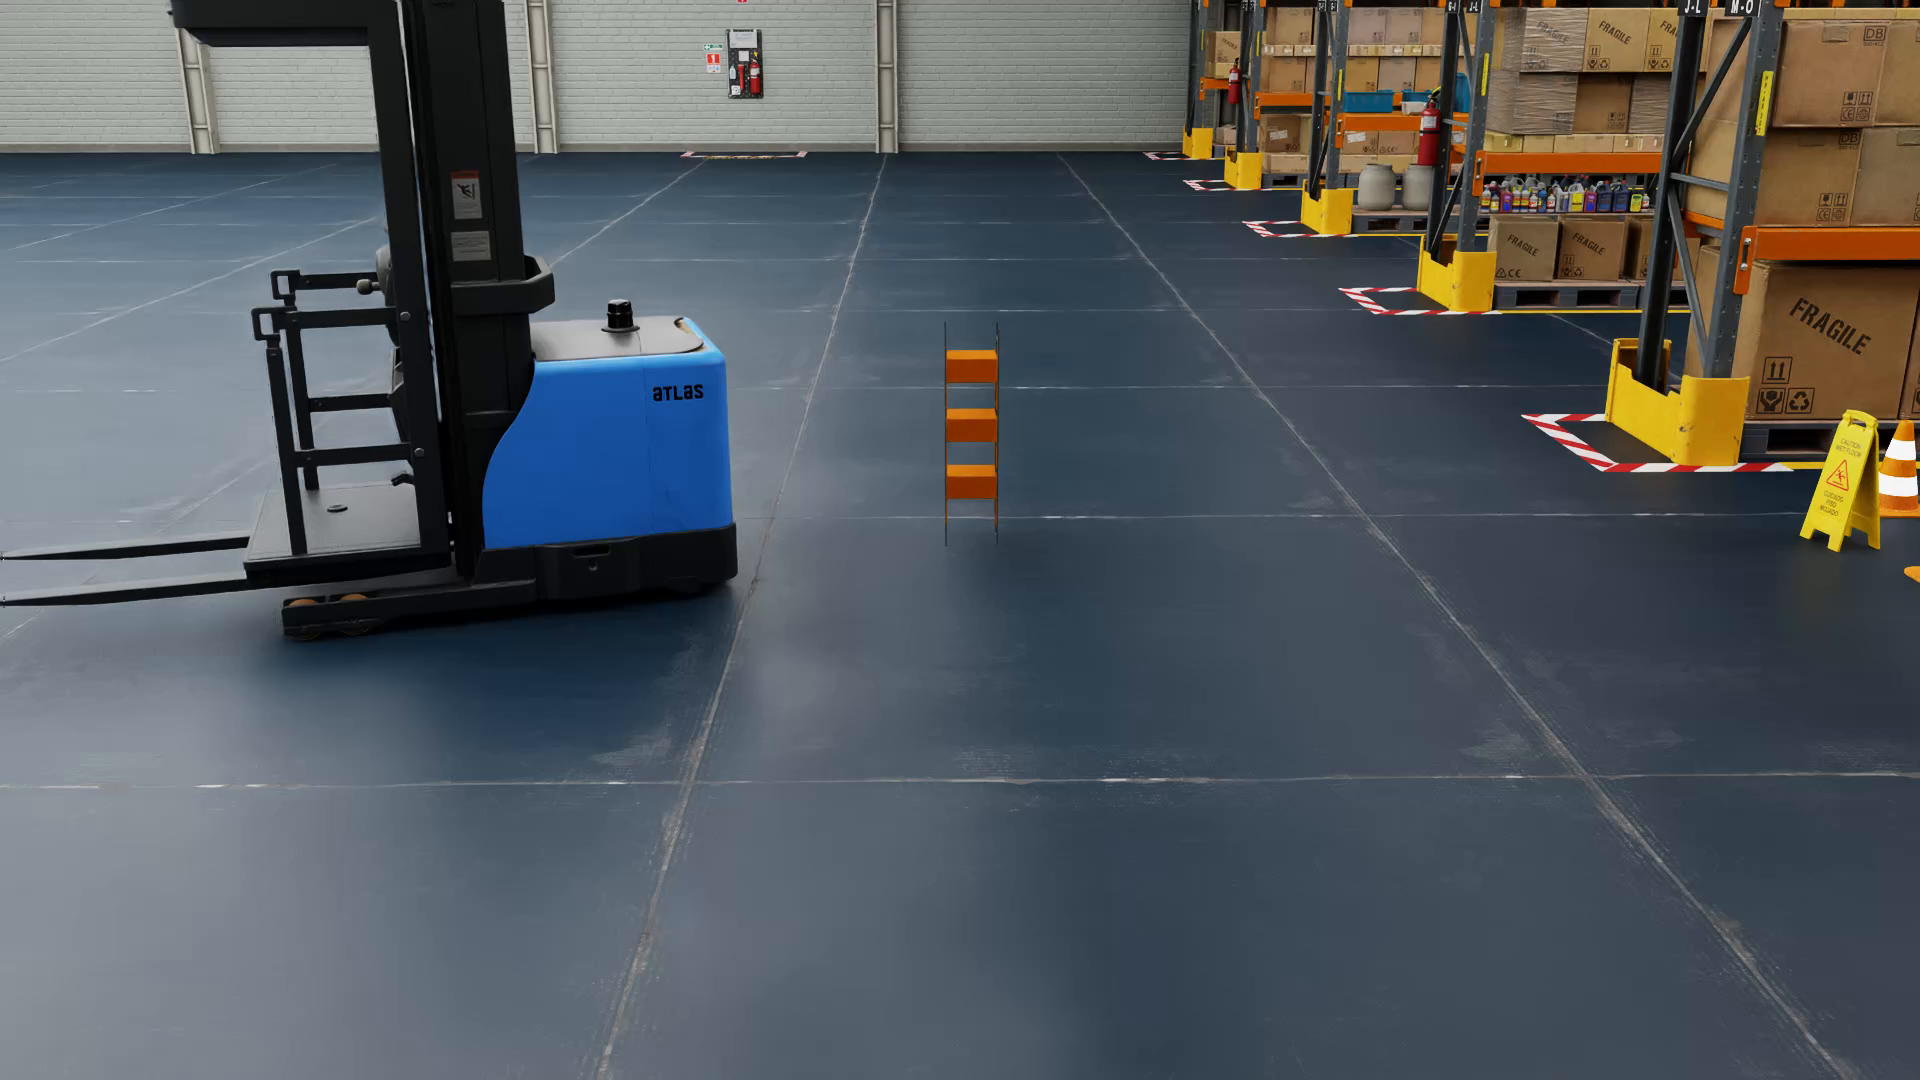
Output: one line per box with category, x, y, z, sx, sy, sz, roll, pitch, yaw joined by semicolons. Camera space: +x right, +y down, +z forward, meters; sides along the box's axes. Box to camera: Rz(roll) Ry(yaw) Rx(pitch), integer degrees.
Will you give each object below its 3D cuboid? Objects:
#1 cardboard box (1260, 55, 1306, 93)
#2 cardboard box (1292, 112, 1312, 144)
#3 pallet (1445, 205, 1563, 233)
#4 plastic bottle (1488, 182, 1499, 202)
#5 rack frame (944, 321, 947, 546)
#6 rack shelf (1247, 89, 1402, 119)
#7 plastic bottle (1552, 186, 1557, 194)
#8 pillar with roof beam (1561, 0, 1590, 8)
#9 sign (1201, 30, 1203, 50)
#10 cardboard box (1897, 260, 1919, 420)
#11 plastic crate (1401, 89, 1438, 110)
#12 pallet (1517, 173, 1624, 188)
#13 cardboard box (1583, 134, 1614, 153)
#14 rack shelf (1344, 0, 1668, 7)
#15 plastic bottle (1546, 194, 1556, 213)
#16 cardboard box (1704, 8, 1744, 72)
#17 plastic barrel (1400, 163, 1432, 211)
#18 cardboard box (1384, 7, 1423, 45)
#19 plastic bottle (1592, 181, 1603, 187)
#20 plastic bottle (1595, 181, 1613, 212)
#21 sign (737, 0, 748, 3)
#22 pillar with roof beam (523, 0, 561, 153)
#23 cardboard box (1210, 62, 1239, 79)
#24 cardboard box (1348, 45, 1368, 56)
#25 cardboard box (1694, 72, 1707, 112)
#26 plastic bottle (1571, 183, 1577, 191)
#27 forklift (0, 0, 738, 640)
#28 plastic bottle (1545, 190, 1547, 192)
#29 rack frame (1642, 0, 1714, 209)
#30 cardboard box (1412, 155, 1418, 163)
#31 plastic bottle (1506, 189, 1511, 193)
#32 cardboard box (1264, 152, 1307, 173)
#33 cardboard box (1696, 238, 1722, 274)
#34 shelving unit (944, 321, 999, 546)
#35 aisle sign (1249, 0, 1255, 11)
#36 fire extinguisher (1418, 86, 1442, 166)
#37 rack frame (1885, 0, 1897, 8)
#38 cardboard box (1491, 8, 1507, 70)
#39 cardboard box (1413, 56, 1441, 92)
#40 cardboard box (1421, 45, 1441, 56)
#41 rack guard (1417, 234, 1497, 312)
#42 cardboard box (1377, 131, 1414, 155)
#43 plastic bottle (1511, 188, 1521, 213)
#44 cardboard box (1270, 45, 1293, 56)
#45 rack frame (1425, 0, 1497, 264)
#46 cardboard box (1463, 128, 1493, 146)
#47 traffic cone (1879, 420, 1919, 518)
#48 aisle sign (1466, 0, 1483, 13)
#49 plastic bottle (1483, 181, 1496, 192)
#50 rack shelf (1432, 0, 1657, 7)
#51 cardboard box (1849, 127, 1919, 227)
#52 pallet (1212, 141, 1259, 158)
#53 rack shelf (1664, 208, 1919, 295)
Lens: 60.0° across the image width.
cardboard box;4.571;-6.608;23.572;0.500;0.500;0.700;0;18;-1
cardboard box;6.019;-7.061;28.520;0.500;0.500;0.700;-1;18;-4
pallet;6.283;-3.743;19.370;1.213;0.211;1.003;0;18;-1
plastic bottle;6.262;-4.068;19.545;0.133;0.283;0.061;0;18;-1
rack frame;-0.068;-0.500;7.886;0.008;1.050;0.200;0;18;-1
rack shelf;6.104;-6.229;23.732;4.000;0.370;1.077;0;18;-1
plastic bottle;6.859;-3.924;19.095;0.133;0.283;0.061;0;18;-1
pillar with roof beam;10.775;-9.913;24.217;0.400;9.000;9.100;0;18;-1
sign;4.031;-8.321;27.659;0.005;0.325;0.100;0;18;-1
cardboard box;5.790;-1.237;9.785;0.875;0.875;0.875;-1;18;-2
plastic crate;5.323;-5.073;19.195;0.408;0.251;0.499;0;18;-1
pallet;8.839;-5.269;24.126;1.213;0.211;1.003;0;18;-1
cardboard box;5.295;-3.345;13.974;0.250;0.149;0.380;0;18;-1
rack shelf;6.178;-6.144;18.558;4.000;0.370;1.077;0;18;-1
plastic bottle;6.743;-3.843;18.978;0.097;0.201;0.097;0;18;0
cardboard box;6.310;-4.128;13.719;0.500;0.500;0.500;0;18;-1
plastic barrel;5.336;-4.093;19.282;0.421;0.512;0.421;0;18;0
cardboard box;6.154;-7.235;23.403;0.500;0.500;0.700;0;18;-1
plastic bottle;7.529;-4.103;19.666;0.135;0.276;0.152;0;18;1
plastic bottle;7.347;-3.924;18.986;0.185;0.351;0.144;-1;18;-4
sign;-3.772;-9.447;28.792;0.199;0.298;0.001;0;18;-1
pillar with roof beam;-7.222;-9.826;23.947;0.400;9.000;9.100;0;18;-1
cardboard box;4.515;-7.918;28.033;0.500;0.250;0.500;-1;18;-2
cardboard box;5.532;-6.860;23.296;0.250;0.149;0.380;-1;18;-3
cardboard box;6.306;-3.747;14.166;0.500;0.500;0.875;0;18;-1
plastic bottle;7.221;-4.064;19.551;0.097;0.271;0.097;0;18;0
forklift;-2.557;-1.167;6.888;3.031;2.935;1.130;-6;19;-17
plastic bottle;6.892;-4.073;19.694;0.097;0.201;0.097;0;18;0
rack frame;8.178;-5.068;18.936;0.127;3.000;1.000;0;18;-1
cardboard box;6.643;-5.396;23.773;0.500;0.250;0.500;0;18;-1
plastic bottle;6.419;-4.024;19.542;0.097;0.201;0.097;0;18;0
cardboard box;4.644;-5.387;23.744;0.500;0.250;0.500;0;18;-1
cardboard box;6.663;-2.543;14.470;0.500;0.500;0.500;-2;18;-6
shelving unit;0.054;-0.500;7.888;0.252;1.050;0.215;0;18;-1
aisle sign;4.043;-7.706;22.902;0.004;0.787;0.394;0;18;-1
fire extinguisher;4.135;-3.640;14.609;0.183;0.674;0.296;0;18;-1
rack frame;16.020;-8.133;28.489;0.127;3.000;1.000;0;18;-1
cardboard box;4.802;-4.280;14.190;0.500;0.500;0.500;0;18;-1
cardboard box;6.631;-6.619;23.606;0.500;0.500;0.700;0;18;0
cardboard box;6.565;-6.865;23.312;0.250;0.149;0.380;0;18;1
rack guard;4.332;-2.346;14.543;0.348;0.500;1.175;0;18;-1
cardboard box;6.143;-5.751;23.650;0.500;0.500;0.500;0;18;-1
plastic bottle;6.339;-3.874;18.961;0.097;0.271;0.097;0;18;0
cardboard box;4.500;-6.854;23.278;0.250;0.149;0.380;0;18;-1
rack frame;4.256;-3.536;14.160;0.127;3.000;1.000;0;18;-1
cardboard box;4.538;-3.481;14.399;0.250;0.149;0.380;0;18;-1
traffic cone;4.787;-0.382;8.480;0.334;0.463;0.336;0;18;-1
aisle sign;4.199;-4.682;13.477;0.004;0.787;0.394;0;18;-1
plastic bottle;6.260;-4.097;19.647;0.135;0.276;0.152;0;18;0
rack shelf;10.021;-9.189;28.050;4.000;0.370;1.077;0;18;-1
cardboard box;5.154;-2.117;9.491;0.550;0.550;0.875;0;18;-1
pallet;4.911;-6.740;28.714;1.213;0.211;1.003;0;18;-1
rack shelf;6.233;-1.688;9.576;4.000;0.370;1.077;0;18;-1
